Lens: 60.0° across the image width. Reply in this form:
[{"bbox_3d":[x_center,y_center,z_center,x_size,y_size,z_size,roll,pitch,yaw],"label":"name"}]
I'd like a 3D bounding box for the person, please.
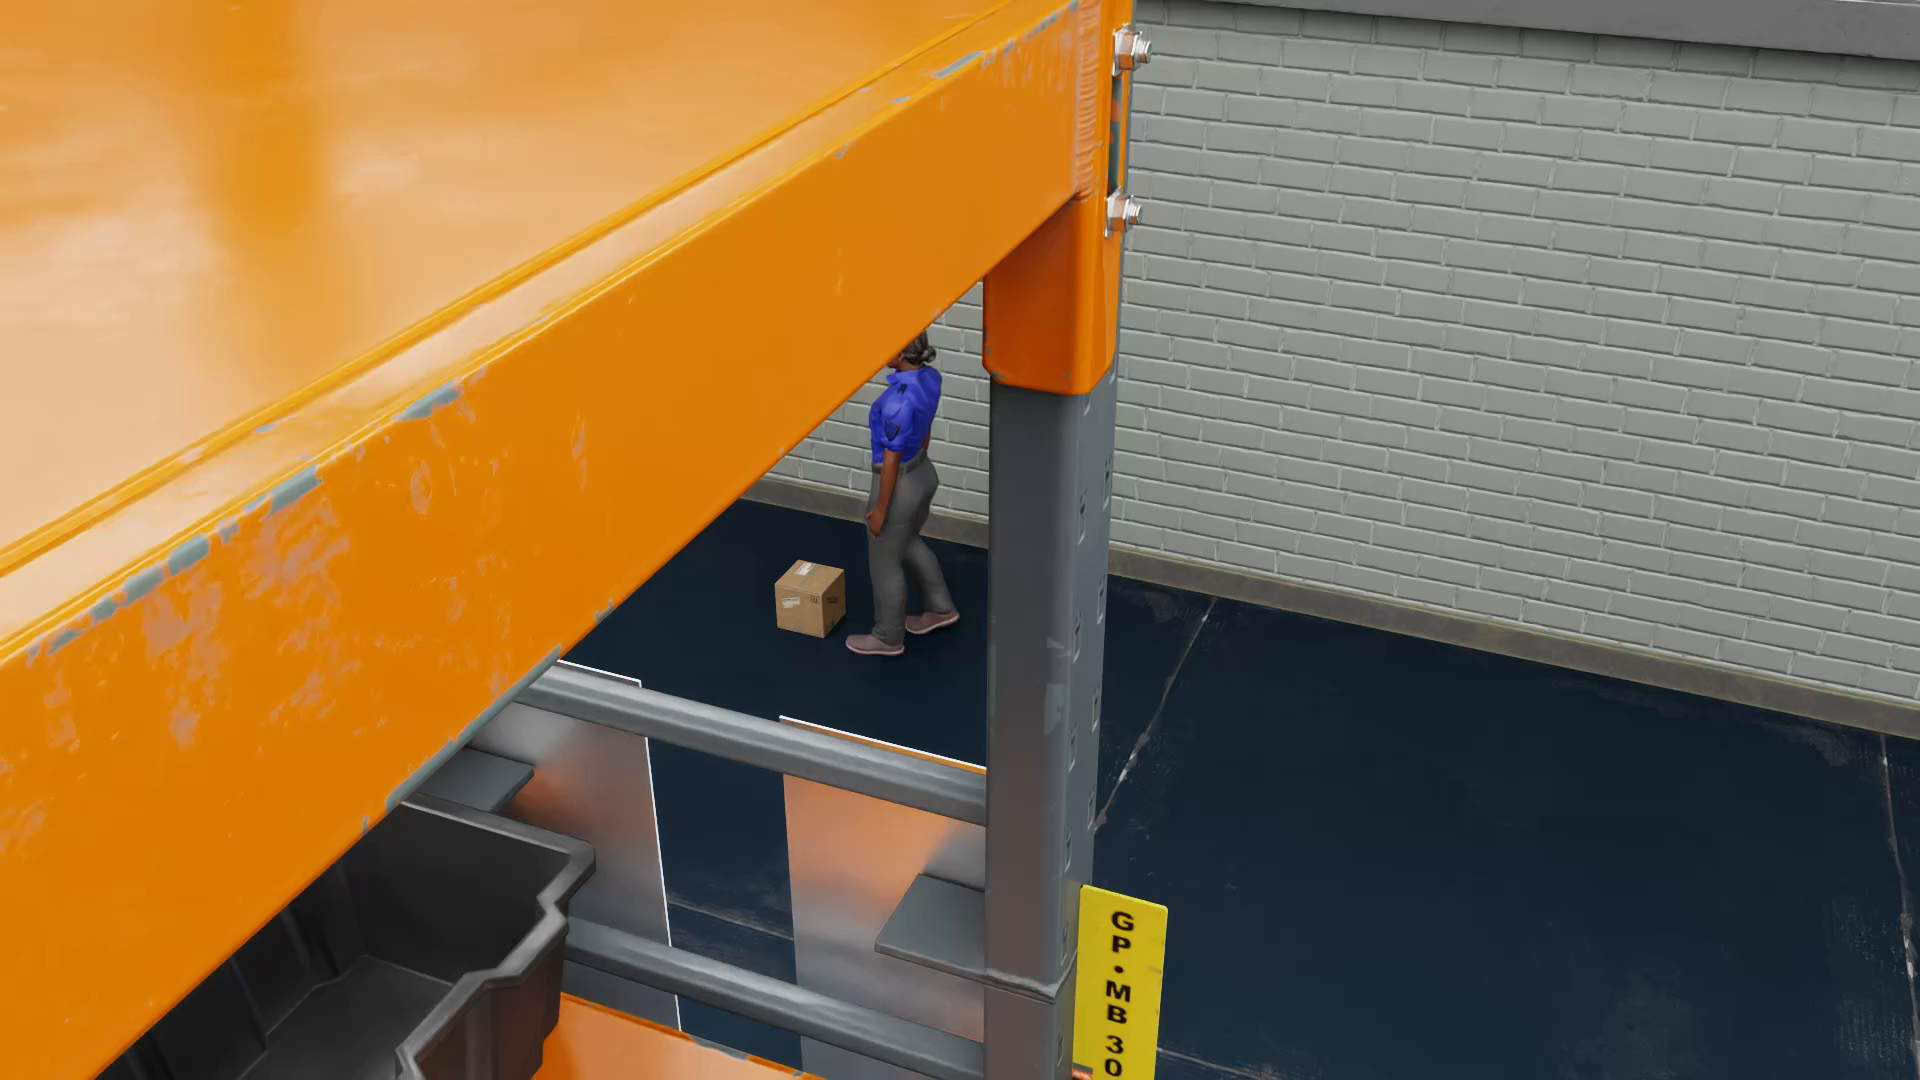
[{"bbox_3d":[-0.286,-0.230,7.533,0.460,1.667,0.462,12,32,20],"label":"person"}]
